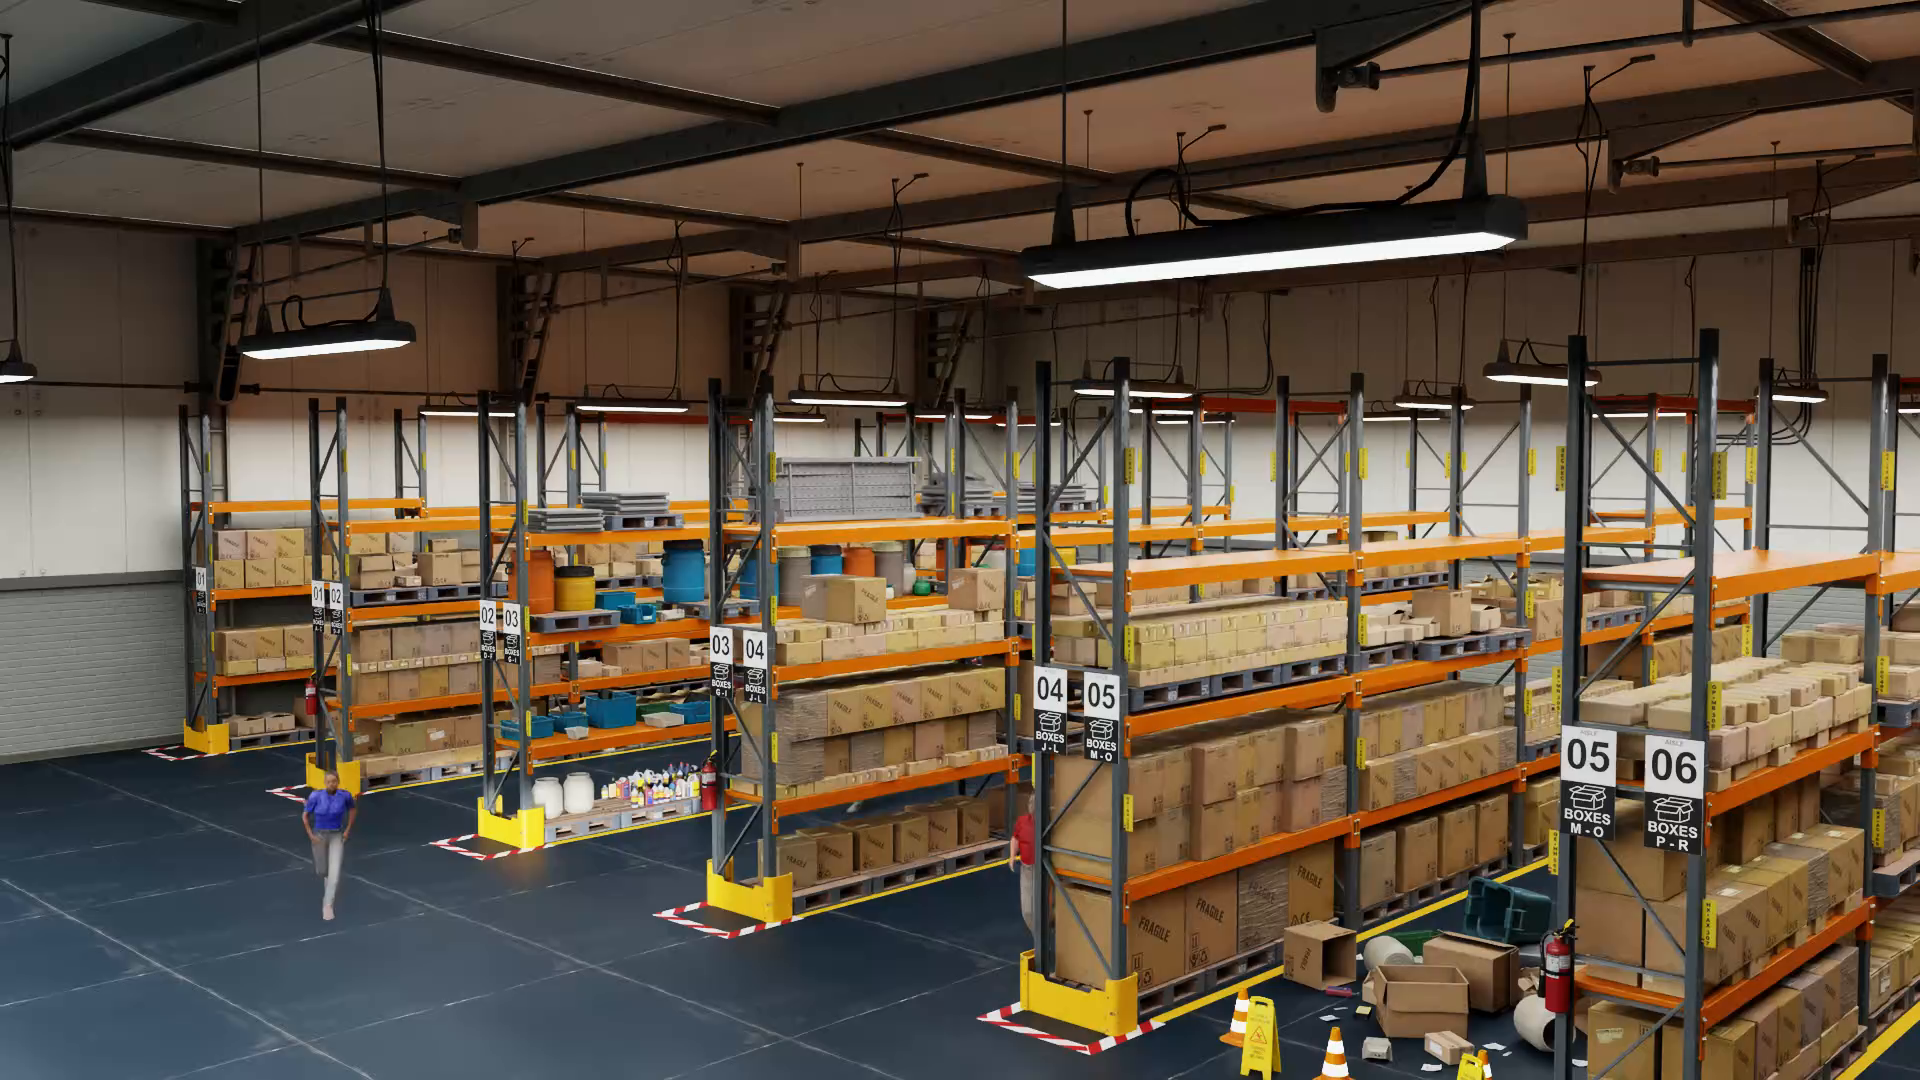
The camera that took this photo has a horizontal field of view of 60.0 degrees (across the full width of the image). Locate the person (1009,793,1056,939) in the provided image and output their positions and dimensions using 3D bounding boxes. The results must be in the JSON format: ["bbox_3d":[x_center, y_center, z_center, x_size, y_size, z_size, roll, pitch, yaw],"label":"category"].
[{"bbox_3d":[0.802,3.426,17.073,0.685,1.698,0.593,2,4,35],"label":"person"}]

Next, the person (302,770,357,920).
[{"bbox_3d":[-7.113,3.439,18.794,0.574,1.549,0.937,-1,3,-19],"label":"person"}]

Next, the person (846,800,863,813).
[{"bbox_3d":[-1.390,3.074,24.066,0.700,1.698,0.897,2,3,28],"label":"person"}]
